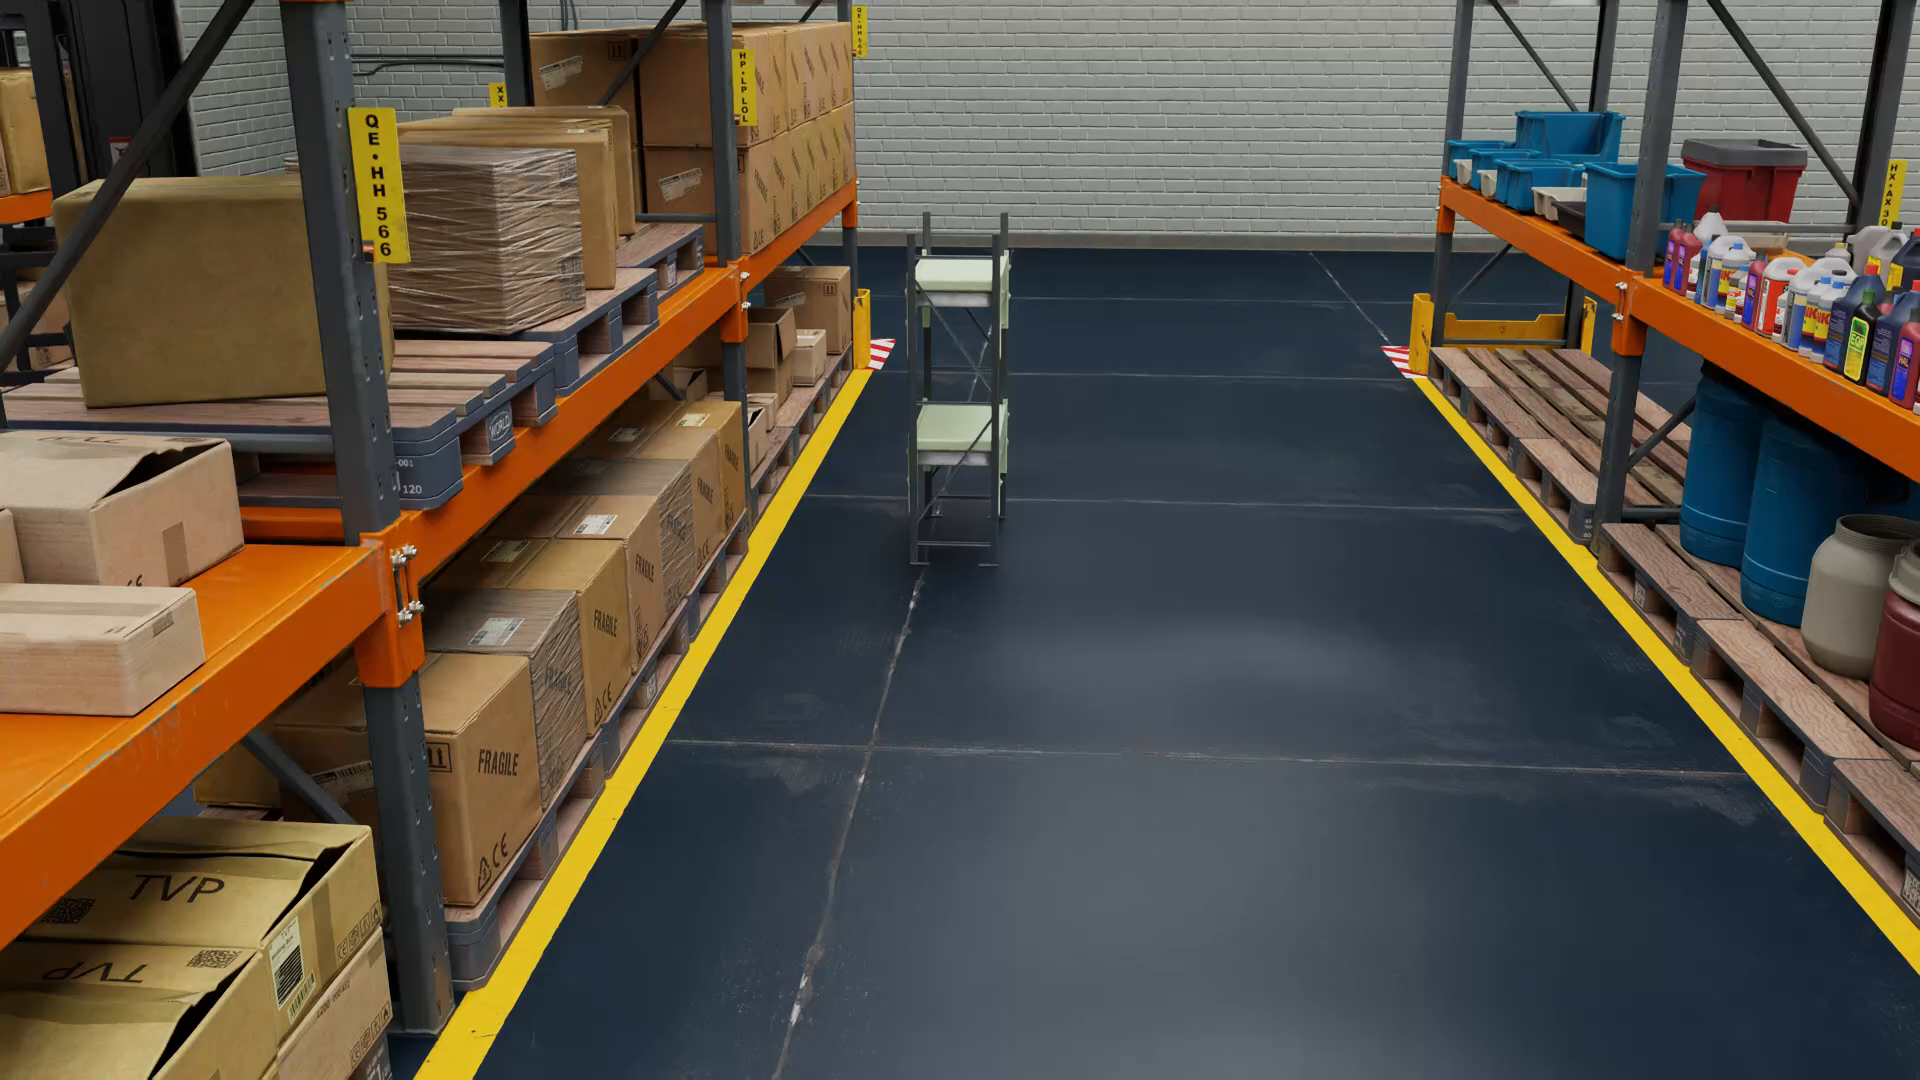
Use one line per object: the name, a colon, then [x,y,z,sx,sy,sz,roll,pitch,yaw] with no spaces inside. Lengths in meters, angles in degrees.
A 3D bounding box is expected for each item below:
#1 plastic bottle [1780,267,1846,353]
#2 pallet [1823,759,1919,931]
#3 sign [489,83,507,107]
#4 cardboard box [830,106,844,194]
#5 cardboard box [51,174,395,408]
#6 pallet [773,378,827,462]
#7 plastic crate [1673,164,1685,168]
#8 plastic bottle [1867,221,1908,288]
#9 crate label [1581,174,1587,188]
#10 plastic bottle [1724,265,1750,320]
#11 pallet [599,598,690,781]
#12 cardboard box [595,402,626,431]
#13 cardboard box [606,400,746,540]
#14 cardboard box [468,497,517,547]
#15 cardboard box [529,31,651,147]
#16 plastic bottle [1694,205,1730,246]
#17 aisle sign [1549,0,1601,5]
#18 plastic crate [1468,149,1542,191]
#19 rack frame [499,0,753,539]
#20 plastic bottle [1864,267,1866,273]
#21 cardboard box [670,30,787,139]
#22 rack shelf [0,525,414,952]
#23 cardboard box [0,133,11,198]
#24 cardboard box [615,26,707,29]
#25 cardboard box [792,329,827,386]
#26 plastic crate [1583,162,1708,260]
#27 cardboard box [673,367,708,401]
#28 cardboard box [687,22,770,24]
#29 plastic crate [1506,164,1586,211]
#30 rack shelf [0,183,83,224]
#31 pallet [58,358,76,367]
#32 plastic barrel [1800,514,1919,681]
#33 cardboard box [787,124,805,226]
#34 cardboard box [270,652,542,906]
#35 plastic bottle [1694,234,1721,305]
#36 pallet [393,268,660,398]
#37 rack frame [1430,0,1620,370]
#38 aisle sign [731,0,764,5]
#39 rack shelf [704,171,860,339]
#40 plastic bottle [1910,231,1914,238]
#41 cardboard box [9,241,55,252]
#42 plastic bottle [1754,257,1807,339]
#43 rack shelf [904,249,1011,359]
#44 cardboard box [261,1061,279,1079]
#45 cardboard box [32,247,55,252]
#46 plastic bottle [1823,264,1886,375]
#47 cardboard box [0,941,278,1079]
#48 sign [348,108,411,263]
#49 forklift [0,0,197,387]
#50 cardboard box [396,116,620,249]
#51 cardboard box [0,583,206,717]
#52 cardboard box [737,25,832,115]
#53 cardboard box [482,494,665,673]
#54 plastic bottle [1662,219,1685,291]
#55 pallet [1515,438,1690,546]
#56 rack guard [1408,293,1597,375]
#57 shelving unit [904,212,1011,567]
plastic bottle: [2.939,-0.792,5.722,0.152,0.276,0.135,1,18,4]
pallet: [3.163,0.976,4.605,1.003,0.211,1.213,1,18,4]
sign: [-2.047,-1.879,7.448,0.100,0.325,0.005,1,18,4]
cardboard box: [-1.013,-2.441,10.394,0.500,0.500,0.500,1,18,4]
cardboard box: [-1.859,-0.660,4.286,0.700,0.500,0.500,-5,19,-15]
pallet: [-1.370,-0.725,9.798,1.003,0.211,1.213,1,18,4]
plastic crate: [3.728,-1.788,8.656,0.437,0.282,0.530,1,18,4]
plastic bottle: [3.552,-1.033,6.336,0.144,0.351,0.185,1,18,4]
crate label: [3.813,-2.057,9.711,0.396,0.136,0.243,1,18,4]
plastic bottle: [2.953,-0.937,6.284,0.097,0.201,0.097,0,18,0]
pallet: [-1.611,0.501,6.055,1.003,0.211,1.213,1,18,4]
cardboard box: [-1.783,-0.334,7.432,0.500,0.500,0.500,0,18,1]
cardboard box: [-1.255,-0.319,7.387,0.500,0.500,0.500,1,18,4]
cardboard box: [-1.890,0.144,5.974,0.500,0.500,0.500,1,18,2]
cardboard box: [-1.727,-2.143,7.879,0.500,0.500,0.500,1,18,4]
plastic bottle: [3.084,-1.208,6.870,0.144,0.351,0.185,1,18,4]
aisle sign: [4.019,-3.839,10.647,0.394,0.787,0.004,1,18,4]
plastic crate: [3.329,-2.263,10.185,0.416,0.233,0.300,1,18,4]
rack frame: [-1.505,-1.457,7.553,1.000,3.000,0.127,1,18,4]
plastic bottle: [3.577,-1.005,6.492,0.097,0.201,0.097,0,18,0]
cardboard box: [-1.154,-2.280,8.299,0.500,0.500,0.500,1,18,2]
rack shelf: [-1.935,0.748,1.978,1.077,0.370,4.000,1,18,4]
cardboard box: [-6.291,-2.330,9.736,0.980,0.700,0.700,0,18,1]
cardboard box: [-1.620,-2.615,9.320,0.500,0.500,0.500,1,18,3]
cardboard box: [-1.110,-1.133,10.274,0.500,0.250,0.500,1,18,4]
plastic crate: [3.128,-1.519,7.671,0.392,0.384,0.575,1,18,4]
cardboard box: [-1.694,-0.805,9.174,0.500,0.311,0.500,1,18,4]
cardboard box: [-1.513,-3.090,10.771,0.500,0.500,0.500,2,18,6]
plastic crate: [3.260,-1.965,9.277,0.416,0.233,0.300,1,18,4]
rack shelf: [-6.303,-1.846,9.895,1.077,0.370,4.000,1,18,4]
pallet: [-6.139,-1.234,11.350,1.003,0.211,1.213,1,18,4]
plastic barrel: [3.199,0.199,5.820,0.421,0.512,0.421,0,18,0]
cardboard box: [-1.125,-1.972,8.962,0.500,0.500,0.500,1,18,4]
cardboard box: [-1.474,0.629,4.495,0.500,0.500,0.500,2,18,6]
plastic bottle: [2.977,-1.072,6.585,0.097,0.271,0.097,0,18,0]
pallet: [-1.657,-0.728,5.636,1.003,0.211,1.213,1,18,4]
rack frame: [3.722,-2.588,11.004,1.000,3.000,0.127,1,18,4]
aisle sign: [-1.507,-3.963,11.025,0.394,0.787,0.004,1,18,4]
rack shelf: [-1.362,-1.737,9.561,1.077,0.370,4.000,1,18,4]
plastic bottle: [3.758,-1.088,6.613,0.061,0.283,0.133,1,18,4]
cardboard box: [-6.301,-1.953,11.363,0.380,0.149,0.250,1,18,4]
plastic bottle: [2.955,-0.864,5.941,0.152,0.276,0.135,1,18,4]
rack shelf: [0.000,-1.081,7.562,0.431,0.370,0.720,1,18,4]
cardboard box: [-1.620,1.221,3.121,0.500,0.250,0.500,1,18,3]
cardboard box: [-5.938,-1.865,11.097,0.380,0.149,0.250,1,18,3]
plastic bottle: [2.909,-0.717,5.374,0.144,0.351,0.185,1,18,4]
cardboard box: [-1.615,0.955,3.031,0.500,0.311,0.500,1,18,3]
sign: [-1.238,-0.754,3.547,0.100,0.325,0.005,1,18,4]
forklift: [-4.503,-1.593,8.079,3.031,2.935,1.130,-6,19,-17]
cardboard box: [-1.748,-1.347,6.383,0.700,0.500,0.500,4,19,13]
cardboard box: [-1.581,0.190,2.930,0.380,0.149,0.250,1,18,4]
cardboard box: [-1.044,-2.760,9.762,0.500,0.500,0.500,2,18,5]
cardboard box: [-1.369,0.148,5.962,0.500,0.500,0.500,1,18,2]
plastic bottle: [2.983,-1.186,6.912,0.061,0.283,0.133,1,18,4]
pallet: [3.449,-0.250,8.346,1.003,0.211,1.213,1,18,4]
rack guard: [3.711,-1.408,11.417,1.175,0.500,0.348,1,18,4]
shelving unit: [0.000,-0.711,7.683,0.431,1.500,0.755,1,18,4]
